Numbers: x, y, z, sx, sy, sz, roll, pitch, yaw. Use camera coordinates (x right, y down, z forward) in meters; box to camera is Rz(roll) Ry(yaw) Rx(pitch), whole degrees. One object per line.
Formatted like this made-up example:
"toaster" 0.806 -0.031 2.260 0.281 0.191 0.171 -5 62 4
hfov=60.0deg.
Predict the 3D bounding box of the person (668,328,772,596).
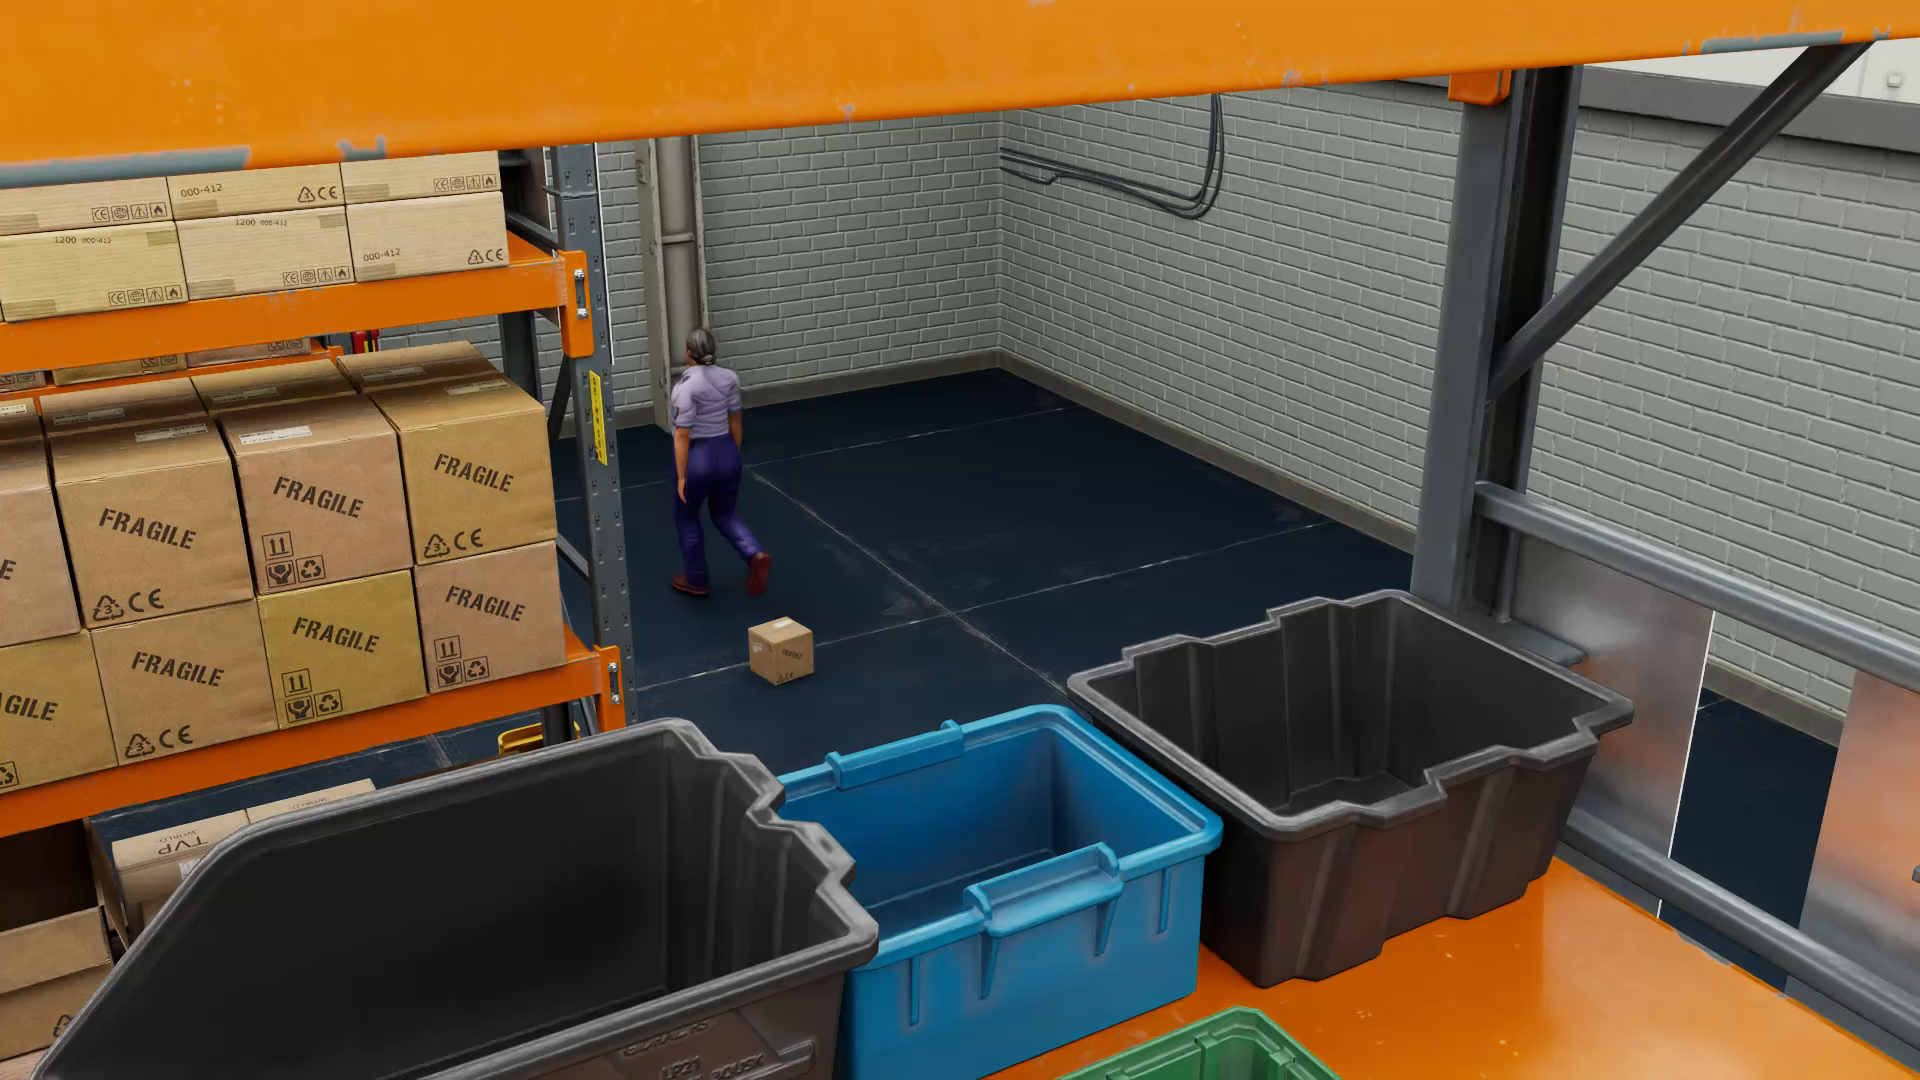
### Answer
"person" -1.432 -0.428 9.648 0.501 1.619 0.671 -19 29 -39
